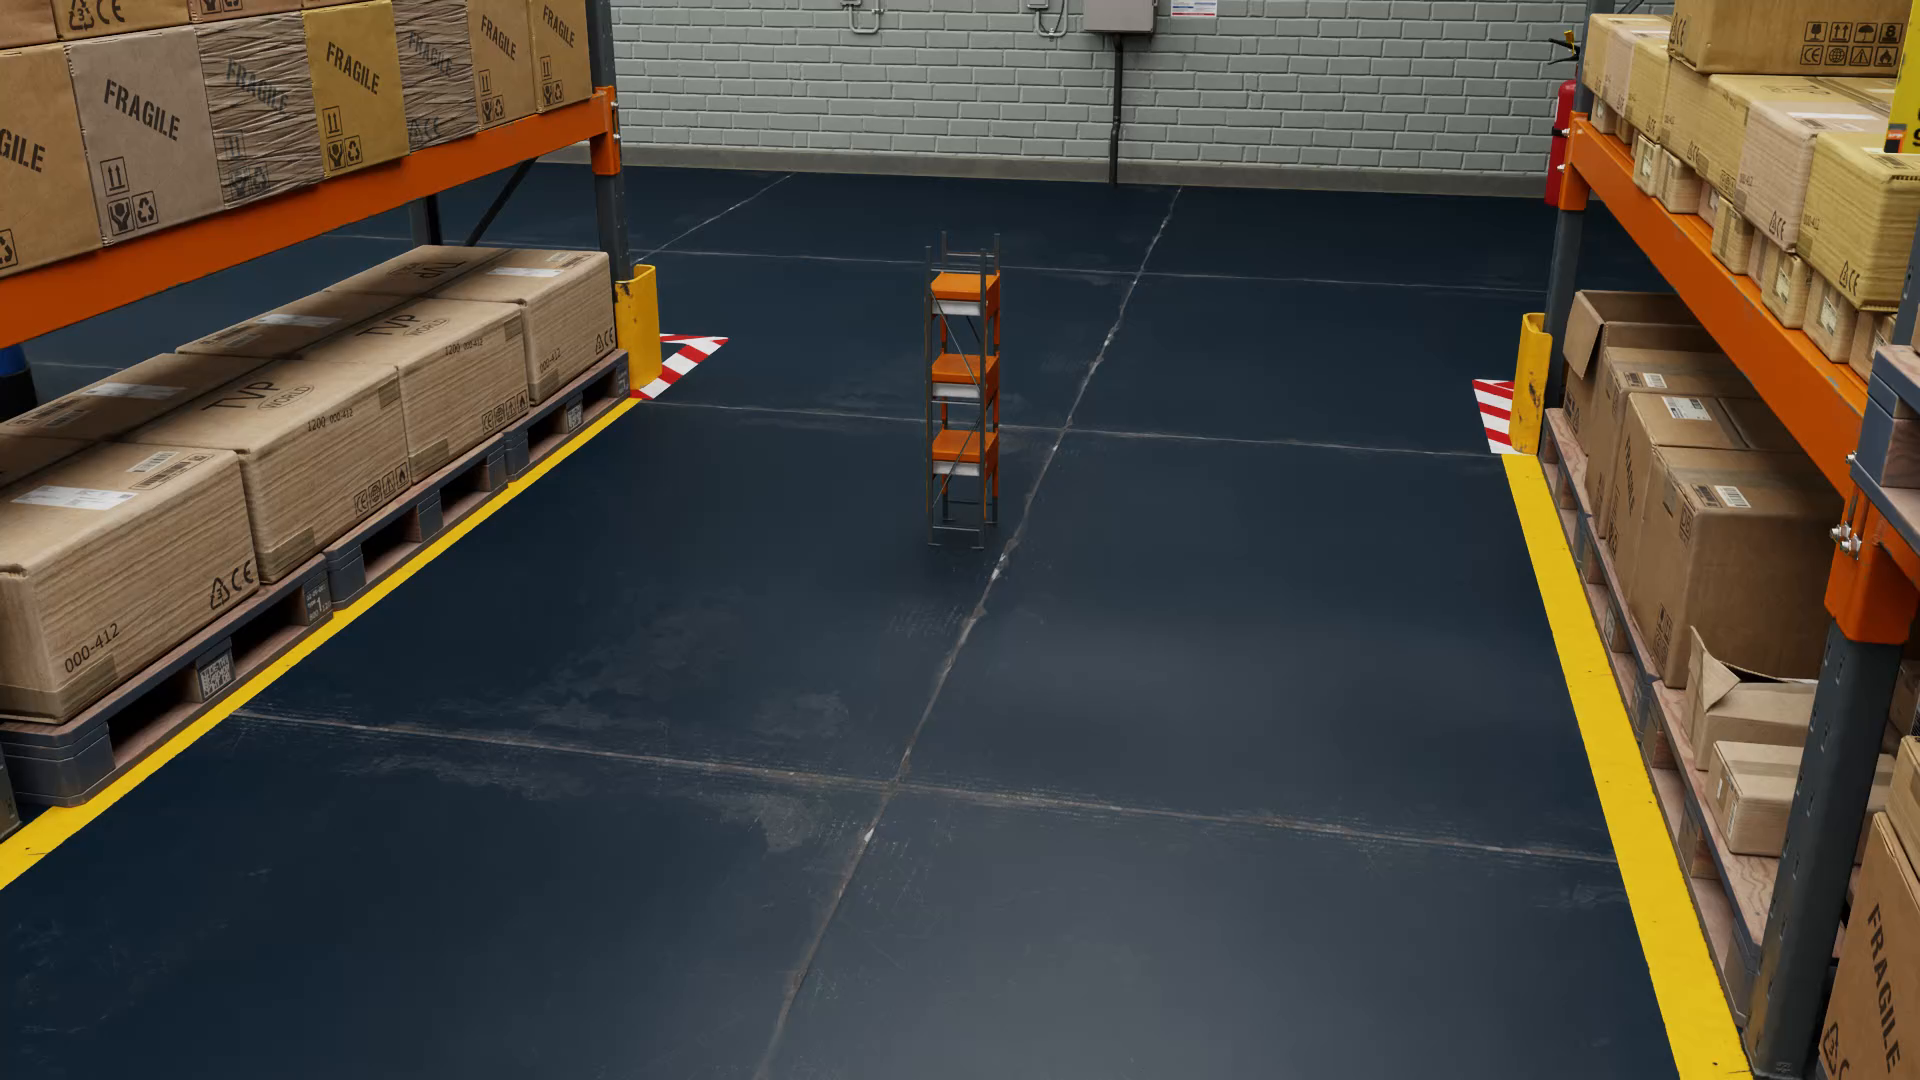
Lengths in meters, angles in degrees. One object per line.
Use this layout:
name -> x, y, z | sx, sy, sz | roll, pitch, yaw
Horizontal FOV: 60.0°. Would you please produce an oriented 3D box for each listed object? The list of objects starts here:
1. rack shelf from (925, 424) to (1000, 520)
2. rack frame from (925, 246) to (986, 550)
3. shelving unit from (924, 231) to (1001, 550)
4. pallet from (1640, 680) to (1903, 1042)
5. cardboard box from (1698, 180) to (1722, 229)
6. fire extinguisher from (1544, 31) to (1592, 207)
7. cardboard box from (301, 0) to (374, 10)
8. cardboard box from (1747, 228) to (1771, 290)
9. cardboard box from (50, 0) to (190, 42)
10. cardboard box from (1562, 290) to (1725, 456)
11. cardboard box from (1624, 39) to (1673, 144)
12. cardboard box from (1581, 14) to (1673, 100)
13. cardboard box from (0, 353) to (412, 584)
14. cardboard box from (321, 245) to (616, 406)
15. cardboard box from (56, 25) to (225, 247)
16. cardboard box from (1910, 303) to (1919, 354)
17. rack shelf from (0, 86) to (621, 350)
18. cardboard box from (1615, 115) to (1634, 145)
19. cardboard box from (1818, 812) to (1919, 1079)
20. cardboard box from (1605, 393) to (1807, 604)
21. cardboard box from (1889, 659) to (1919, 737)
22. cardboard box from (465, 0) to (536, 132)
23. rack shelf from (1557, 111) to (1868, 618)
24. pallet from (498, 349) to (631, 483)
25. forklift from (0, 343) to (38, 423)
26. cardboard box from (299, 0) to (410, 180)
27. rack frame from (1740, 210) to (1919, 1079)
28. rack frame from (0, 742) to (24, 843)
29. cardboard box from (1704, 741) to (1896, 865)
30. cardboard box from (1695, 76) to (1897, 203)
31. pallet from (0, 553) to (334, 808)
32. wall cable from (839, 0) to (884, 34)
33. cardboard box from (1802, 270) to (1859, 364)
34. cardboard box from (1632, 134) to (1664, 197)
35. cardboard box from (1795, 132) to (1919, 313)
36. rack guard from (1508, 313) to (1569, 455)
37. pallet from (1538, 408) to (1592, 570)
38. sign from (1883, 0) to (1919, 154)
rack shelf -> 0.011, -0.239, 5.814 | 0.215, 0.259, 0.240 | 4, 22, 11
rack frame -> -0.014, -0.462, 5.595 | 0.200, 1.050, 0.008 | 4, 22, 11
shelving unit -> 0.011, -0.507, 5.706 | 0.215, 1.050, 0.252 | 4, 22, 11
pallet -> 2.190, 0.720, 3.784 | 1.003, 0.211, 1.213 | 4, 22, 11
cardboard box -> 2.199, -0.905, 4.422 | 0.380, 0.149, 0.250 | 4, 22, 11
fire extinguisher -> 2.443, -1.666, 6.577 | 0.296, 0.674, 0.183 | 4, 22, 11
cardboard box -> -2.147, -1.921, 5.135 | 0.500, 0.500, 0.500 | 4, 22, 11
cardboard box -> 2.008, -0.630, 3.738 | 0.380, 0.149, 0.250 | 5, 22, 12
cardboard box -> -2.368, -1.550, 4.215 | 0.500, 0.500, 0.500 | 4, 22, 10
cardboard box -> 2.648, -0.606, 6.123 | 0.797, 0.503, 0.637 | 4, 22, 9
cardboard box -> 2.306, -1.339, 4.965 | 0.500, 0.250, 0.500 | 4, 22, 10
cardboard box -> 2.509, -1.709, 5.884 | 0.500, 0.250, 0.500 | 5, 22, 11
cardboard box -> -2.396, -0.255, 5.339 | 0.875, 0.438, 0.875 | 4, 22, 9
cardboard box -> -2.032, -0.920, 6.990 | 0.875, 0.438, 0.875 | 4, 22, 9
cardboard box -> -2.352, -1.082, 4.390 | 0.500, 0.500, 0.500 | 5, 22, 11
cardboard box -> 1.731, -0.404, 2.146 | 0.700, 0.500, 0.500 | 5, 22, 12
rack shelf -> -2.403, -1.098, 5.527 | 1.077, 0.370, 4.000 | 4, 22, 11
cardboard box -> 2.523, -1.473, 5.833 | 0.380, 0.149, 0.250 | 5, 22, 12
cardboard box -> 1.730, 0.802, 2.632 | 0.500, 0.500, 0.500 | 5, 23, 13
cardboard box -> 2.229, -0.109, 4.893 | 0.500, 0.500, 0.500 | 5, 22, 12
cardboard box -> 2.504, 0.423, 4.043 | 0.380, 0.149, 0.250 | 4, 22, 10
cardboard box -> -1.951, -1.830, 6.249 | 0.500, 0.500, 0.500 | 4, 22, 10
rack shelf -> 2.457, -0.721, 4.590 | 1.077, 0.370, 4.000 | 4, 22, 11
pallet -> -2.081, -0.571, 6.988 | 1.003, 0.211, 1.213 | 4, 22, 11
forklift -> -5.293, -1.604, 5.912 | 3.031, 2.935, 1.130 | -13, 26, -30
cardboard box -> -2.139, -1.451, 5.308 | 0.500, 0.500, 0.500 | 5, 22, 13
rack frame -> 2.049, -0.323, 2.640 | 1.000, 3.000, 0.127 | 4, 22, 11
rack frame -> -2.811, -0.700, 3.576 | 1.000, 3.000, 0.127 | 4, 22, 11
cardboard box -> 1.875, 0.579, 3.656 | 0.380, 0.149, 0.250 | 4, 22, 9
cardboard box -> 2.116, -0.962, 4.029 | 0.500, 0.250, 0.500 | 4, 22, 11
pallet -> -2.579, 0.322, 4.773 | 1.003, 0.211, 1.213 | 4, 22, 11
wall cable -> -0.867, -4.712, 12.138 | 0.585, 1.953, 0.123 | 4, 22, 11
cardboard box -> 1.899, -0.439, 3.265 | 0.380, 0.149, 0.250 | 5, 22, 12
cardboard box -> 2.218, -1.102, 4.912 | 0.380, 0.149, 0.250 | 4, 22, 9
cardboard box -> 1.914, -0.596, 3.121 | 0.500, 0.250, 0.500 | 5, 22, 12
rack guard -> 2.850, -0.598, 6.670 | 1.175, 0.500, 0.348 | 4, 22, 11
pallet -> 2.688, -0.173, 6.000 | 1.003, 0.211, 1.213 | 4, 22, 11
sign -> 1.516, -0.763, 2.574 | 0.100, 0.325, 0.005 | 4, 22, 11
